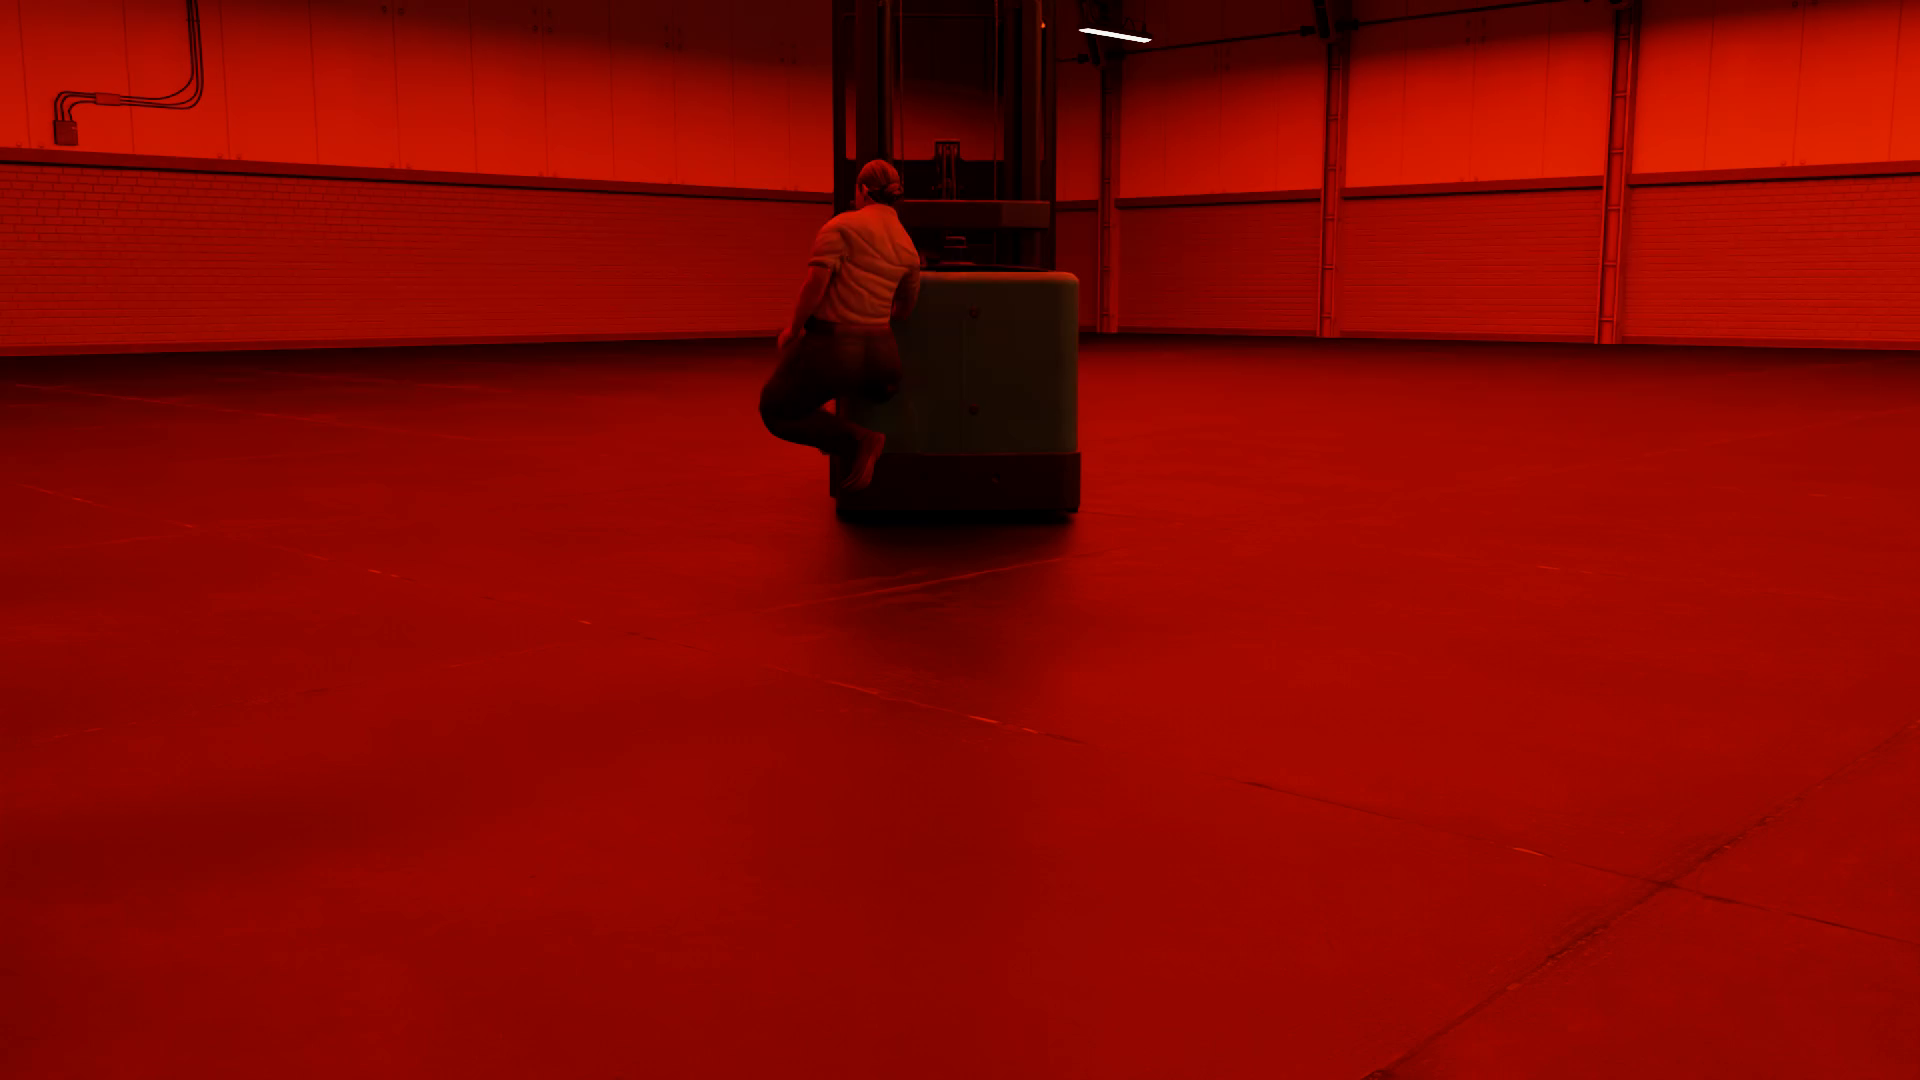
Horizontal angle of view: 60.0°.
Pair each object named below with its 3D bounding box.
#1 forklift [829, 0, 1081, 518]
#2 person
[{"bbox_3d":[-0.090,-1.730,8.365,1.130,2.935,3.031,-1,9,-4],"label":"forklift"},{"bbox_3d":[-0.421,-0.838,6.835,0.762,1.402,0.620,-6,10,-34],"label":"person"}]
